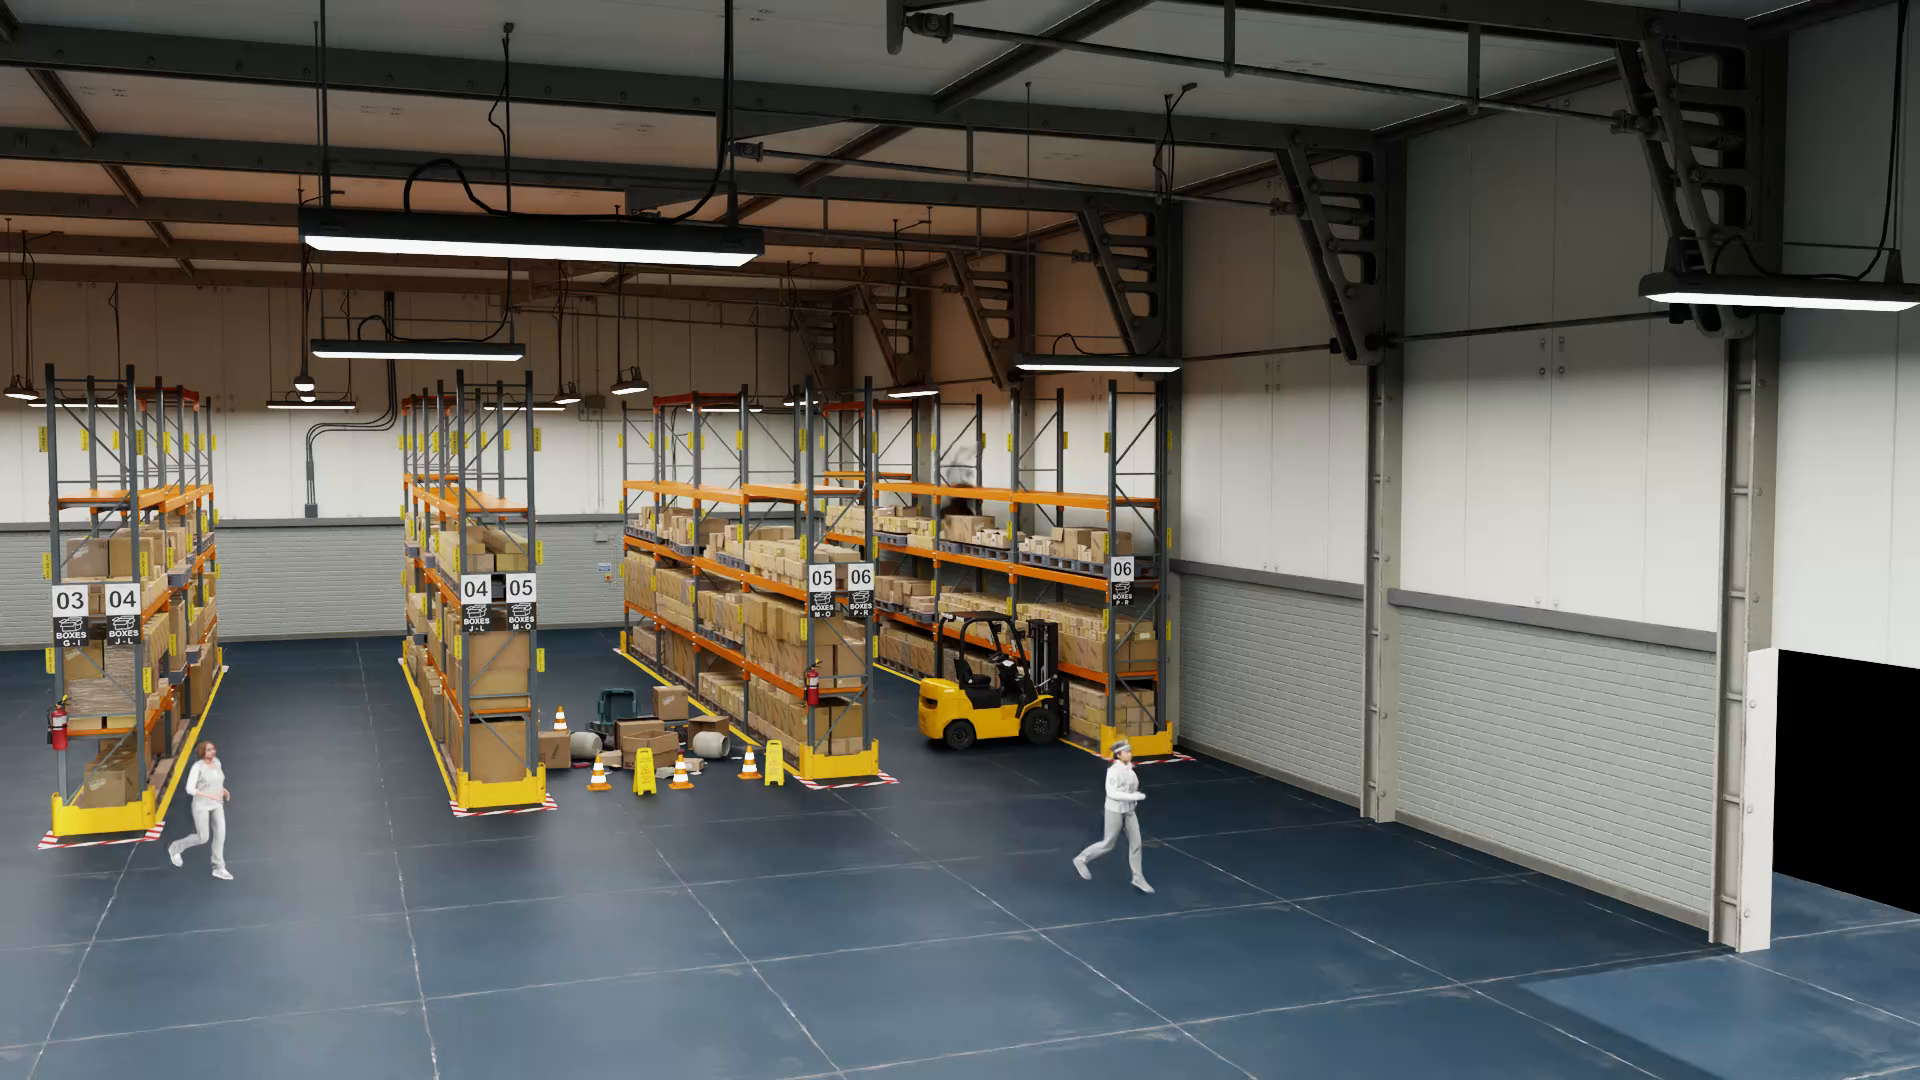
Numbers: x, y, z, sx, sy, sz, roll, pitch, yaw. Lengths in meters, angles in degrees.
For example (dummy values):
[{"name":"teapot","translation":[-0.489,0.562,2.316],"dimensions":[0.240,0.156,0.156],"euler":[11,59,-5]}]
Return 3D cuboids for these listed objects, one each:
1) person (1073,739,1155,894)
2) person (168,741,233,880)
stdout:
[{"name":"person","translation":[1.756,3.063,18.681],"dimensions":[0.937,1.717,0.622],"euler":[2,4,35]},{"name":"person","translation":[-8.709,3.100,19.182],"dimensions":[0.768,1.595,0.548],"euler":[1,4,21]}]
